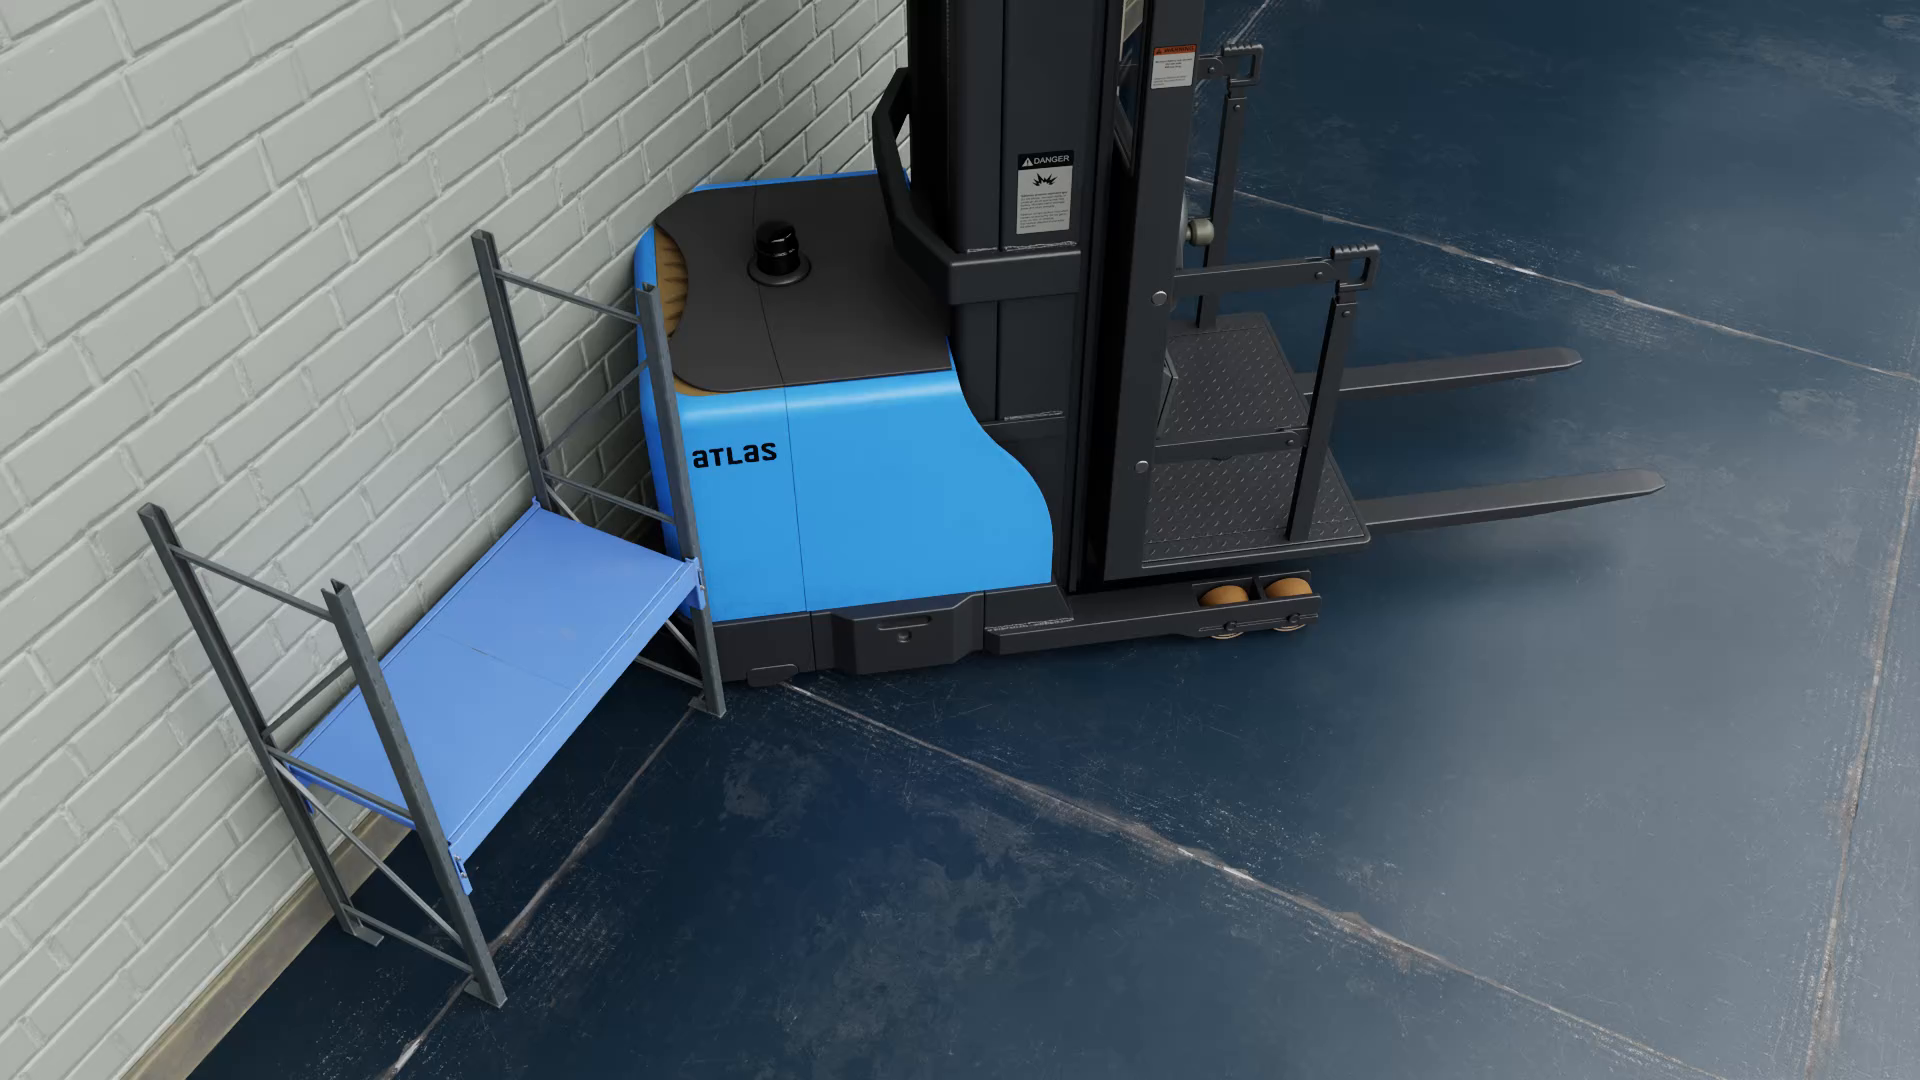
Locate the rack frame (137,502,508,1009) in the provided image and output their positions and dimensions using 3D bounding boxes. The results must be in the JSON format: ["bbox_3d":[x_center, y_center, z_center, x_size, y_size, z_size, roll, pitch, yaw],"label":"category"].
[{"bbox_3d":[-1.353,0.542,3.660,0.500,1.500,0.032,19,48,18],"label":"rack frame"}]

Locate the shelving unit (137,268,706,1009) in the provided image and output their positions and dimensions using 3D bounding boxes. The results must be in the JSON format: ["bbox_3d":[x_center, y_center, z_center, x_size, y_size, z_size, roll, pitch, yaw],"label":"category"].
[{"bbox_3d":[-1.128,0.221,3.977,0.538,1.500,1.039,19,48,18],"label":"shelving unit"}]

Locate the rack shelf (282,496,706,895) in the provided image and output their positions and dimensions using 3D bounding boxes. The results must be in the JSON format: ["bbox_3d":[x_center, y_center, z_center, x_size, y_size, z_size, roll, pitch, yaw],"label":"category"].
[{"bbox_3d":[-1.126,0.345,4.108,0.538,0.185,1.000,19,48,18],"label":"rack shelf"}]

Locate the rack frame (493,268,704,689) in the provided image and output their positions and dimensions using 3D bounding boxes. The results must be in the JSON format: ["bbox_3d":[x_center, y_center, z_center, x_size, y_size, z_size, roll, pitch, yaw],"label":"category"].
[{"bbox_3d":[-0.901,-0.106,4.300,0.475,1.308,0.013,19,48,18],"label":"rack frame"}]

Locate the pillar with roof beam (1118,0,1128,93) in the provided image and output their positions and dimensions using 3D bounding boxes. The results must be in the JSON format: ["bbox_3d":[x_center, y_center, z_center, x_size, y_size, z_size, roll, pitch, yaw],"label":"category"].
[{"bbox_3d":[4.248,-3.379,2.263,9.100,9.000,0.400,20,49,19],"label":"pillar with roof beam"}]

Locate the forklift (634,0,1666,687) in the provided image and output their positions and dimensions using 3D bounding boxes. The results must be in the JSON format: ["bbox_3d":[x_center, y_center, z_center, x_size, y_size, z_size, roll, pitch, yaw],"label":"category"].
[{"bbox_3d":[0.621,-1.102,4.279,3.031,2.935,1.130,-7,46,-6],"label":"forklift"}]
